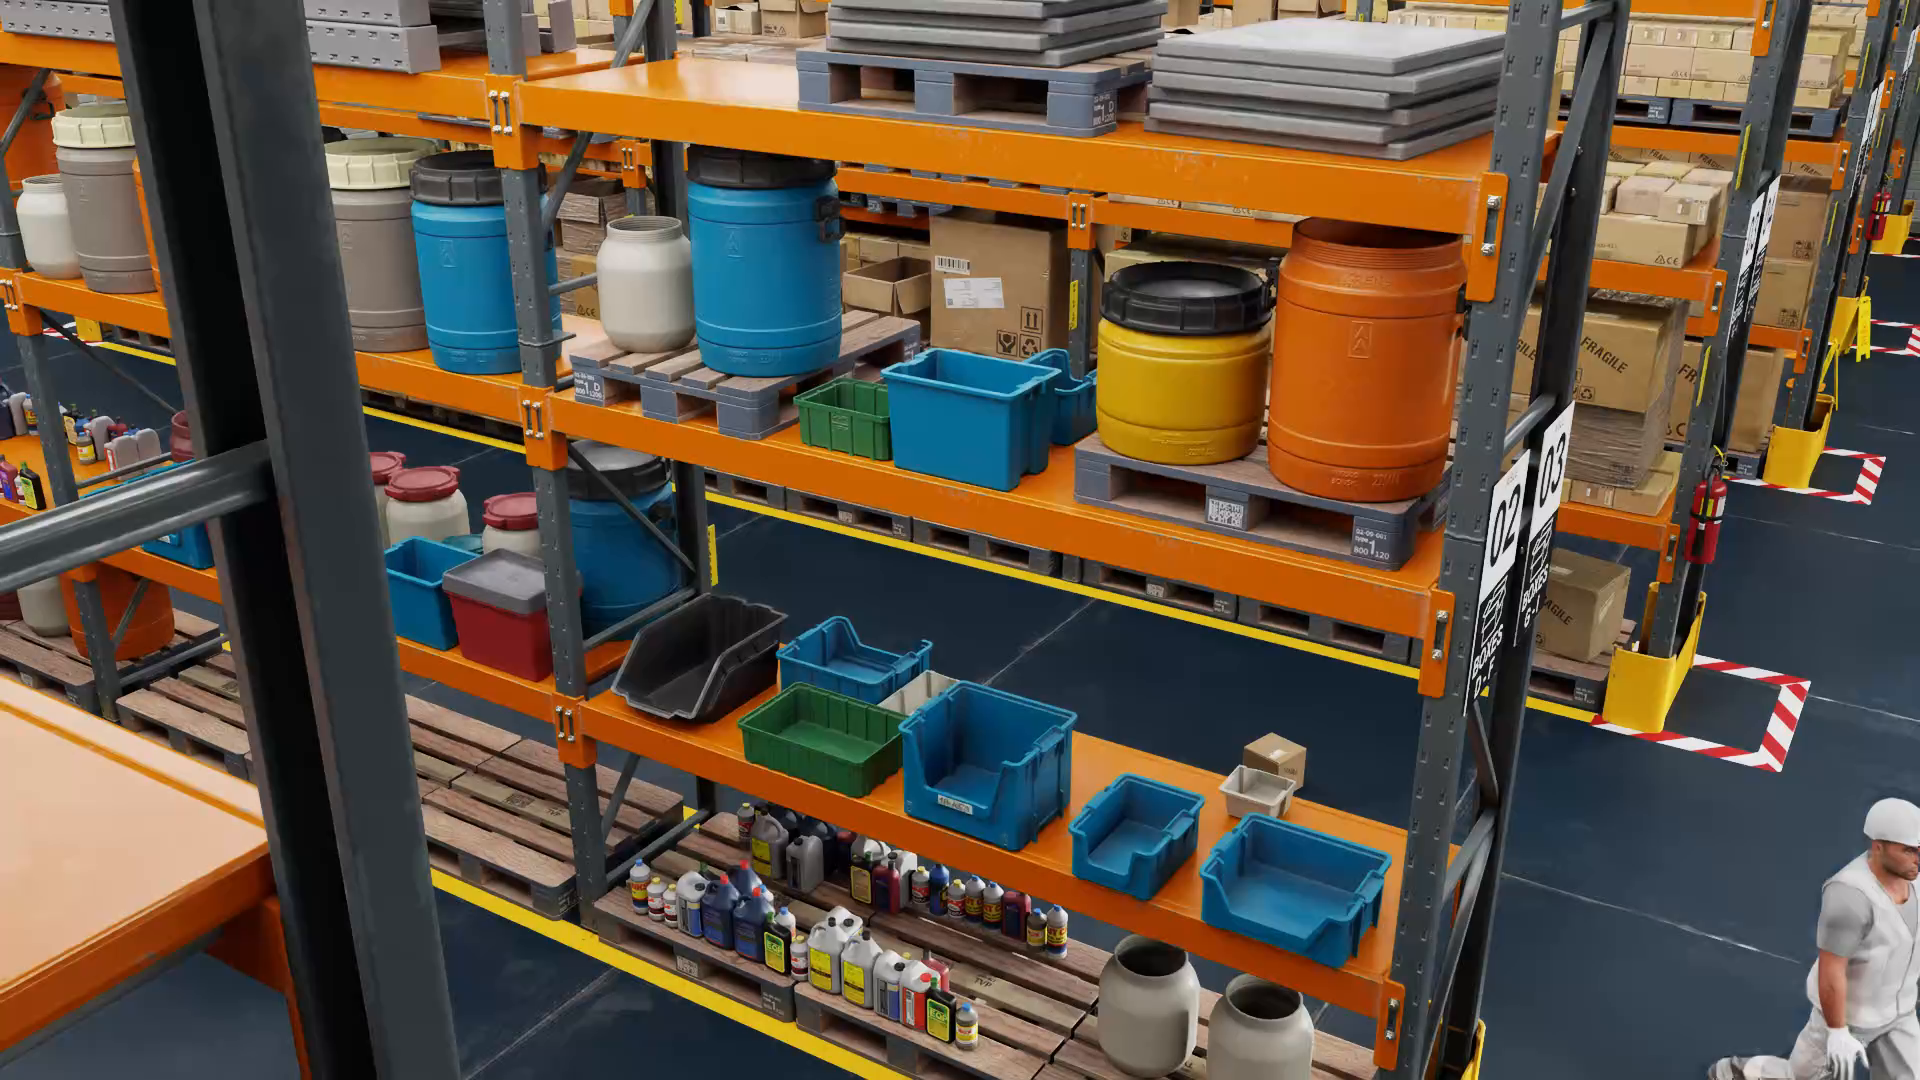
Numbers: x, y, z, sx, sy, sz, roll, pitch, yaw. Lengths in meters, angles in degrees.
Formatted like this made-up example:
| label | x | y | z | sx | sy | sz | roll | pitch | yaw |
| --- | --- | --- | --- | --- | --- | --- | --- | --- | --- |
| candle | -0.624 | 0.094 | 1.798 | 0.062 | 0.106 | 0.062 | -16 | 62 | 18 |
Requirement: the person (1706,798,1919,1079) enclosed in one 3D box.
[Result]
| label | x | y | z | sx | sy | sz | roll | pitch | yaw |
| --- | --- | --- | --- | --- | --- | --- | --- | --- | --- |
| person | 3.408 | 1.772 | 6.362 | 0.565 | 1.755 | 0.996 | -11 | 25 | -25 |
